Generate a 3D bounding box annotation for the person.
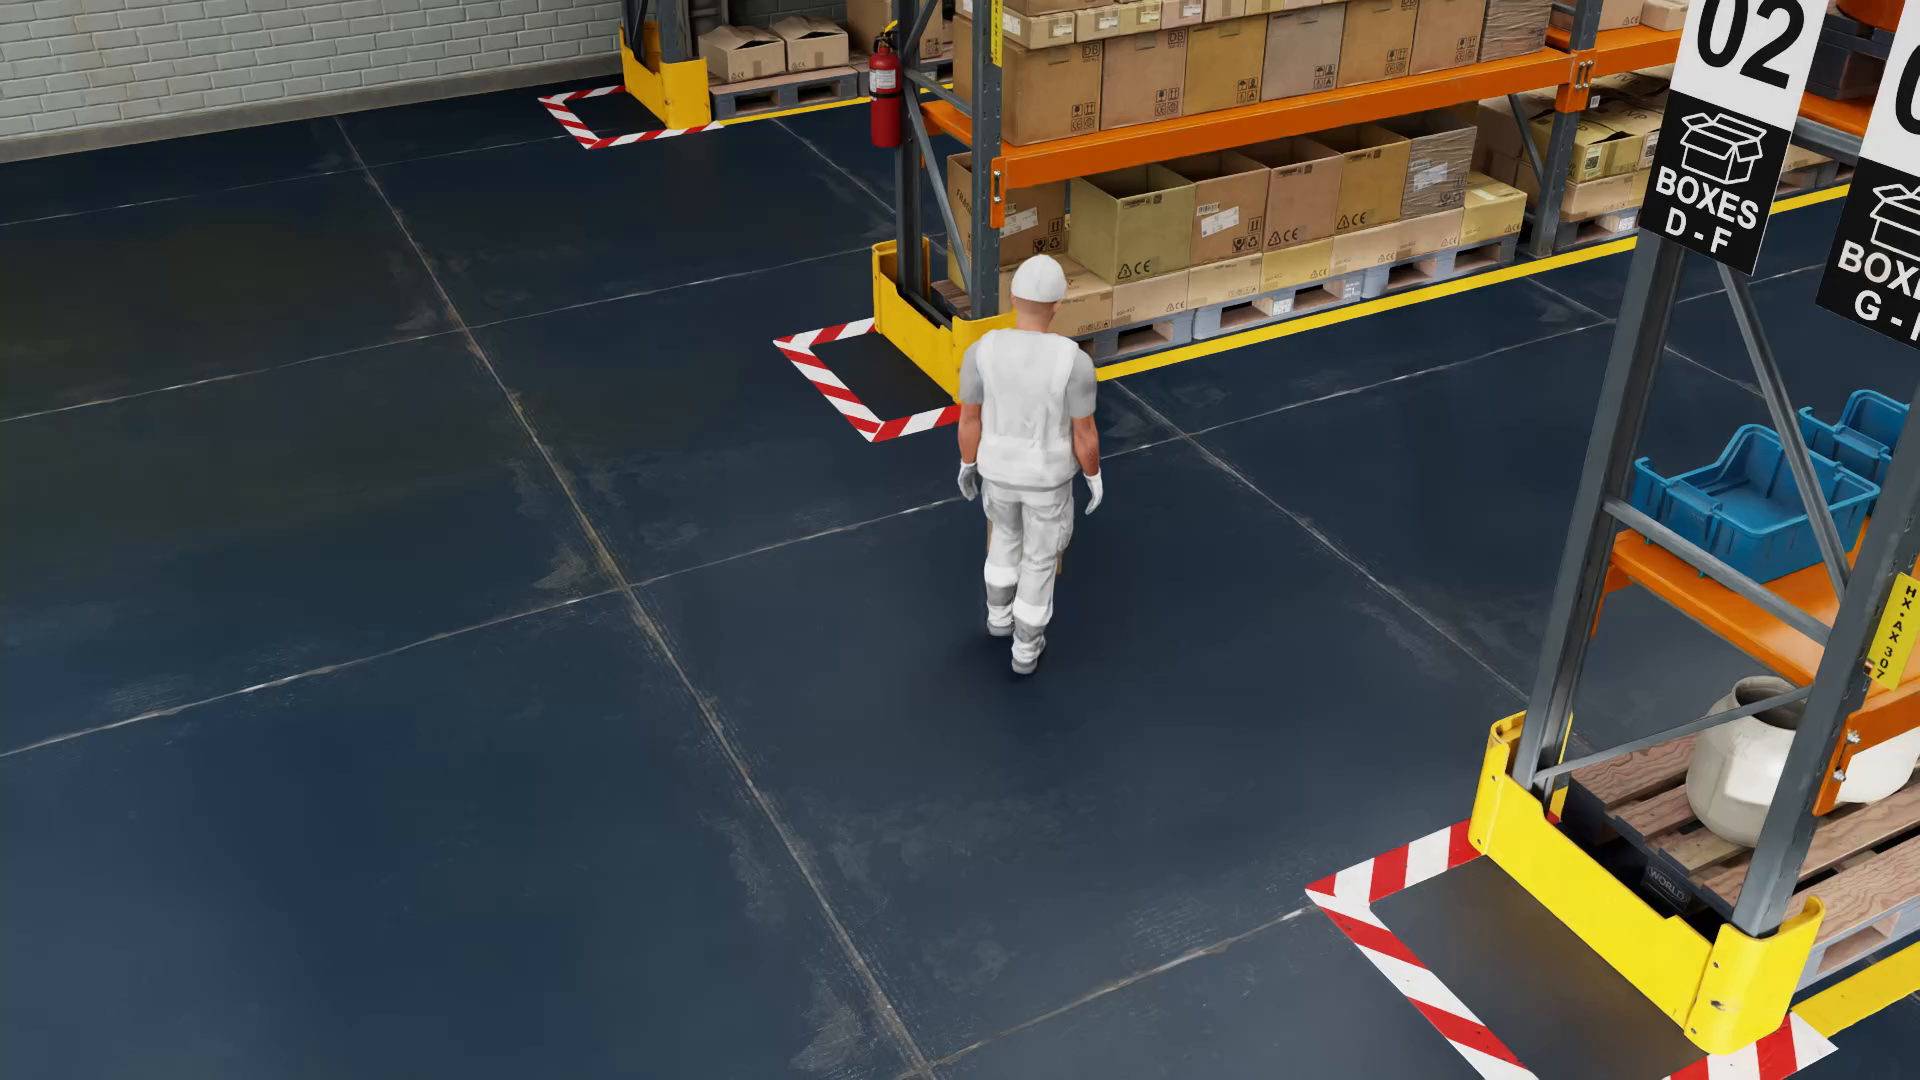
[{"bbox_3d":[0.299,-0.278,6.573,0.571,1.831,0.471,10,34,15],"label":"person"}]
